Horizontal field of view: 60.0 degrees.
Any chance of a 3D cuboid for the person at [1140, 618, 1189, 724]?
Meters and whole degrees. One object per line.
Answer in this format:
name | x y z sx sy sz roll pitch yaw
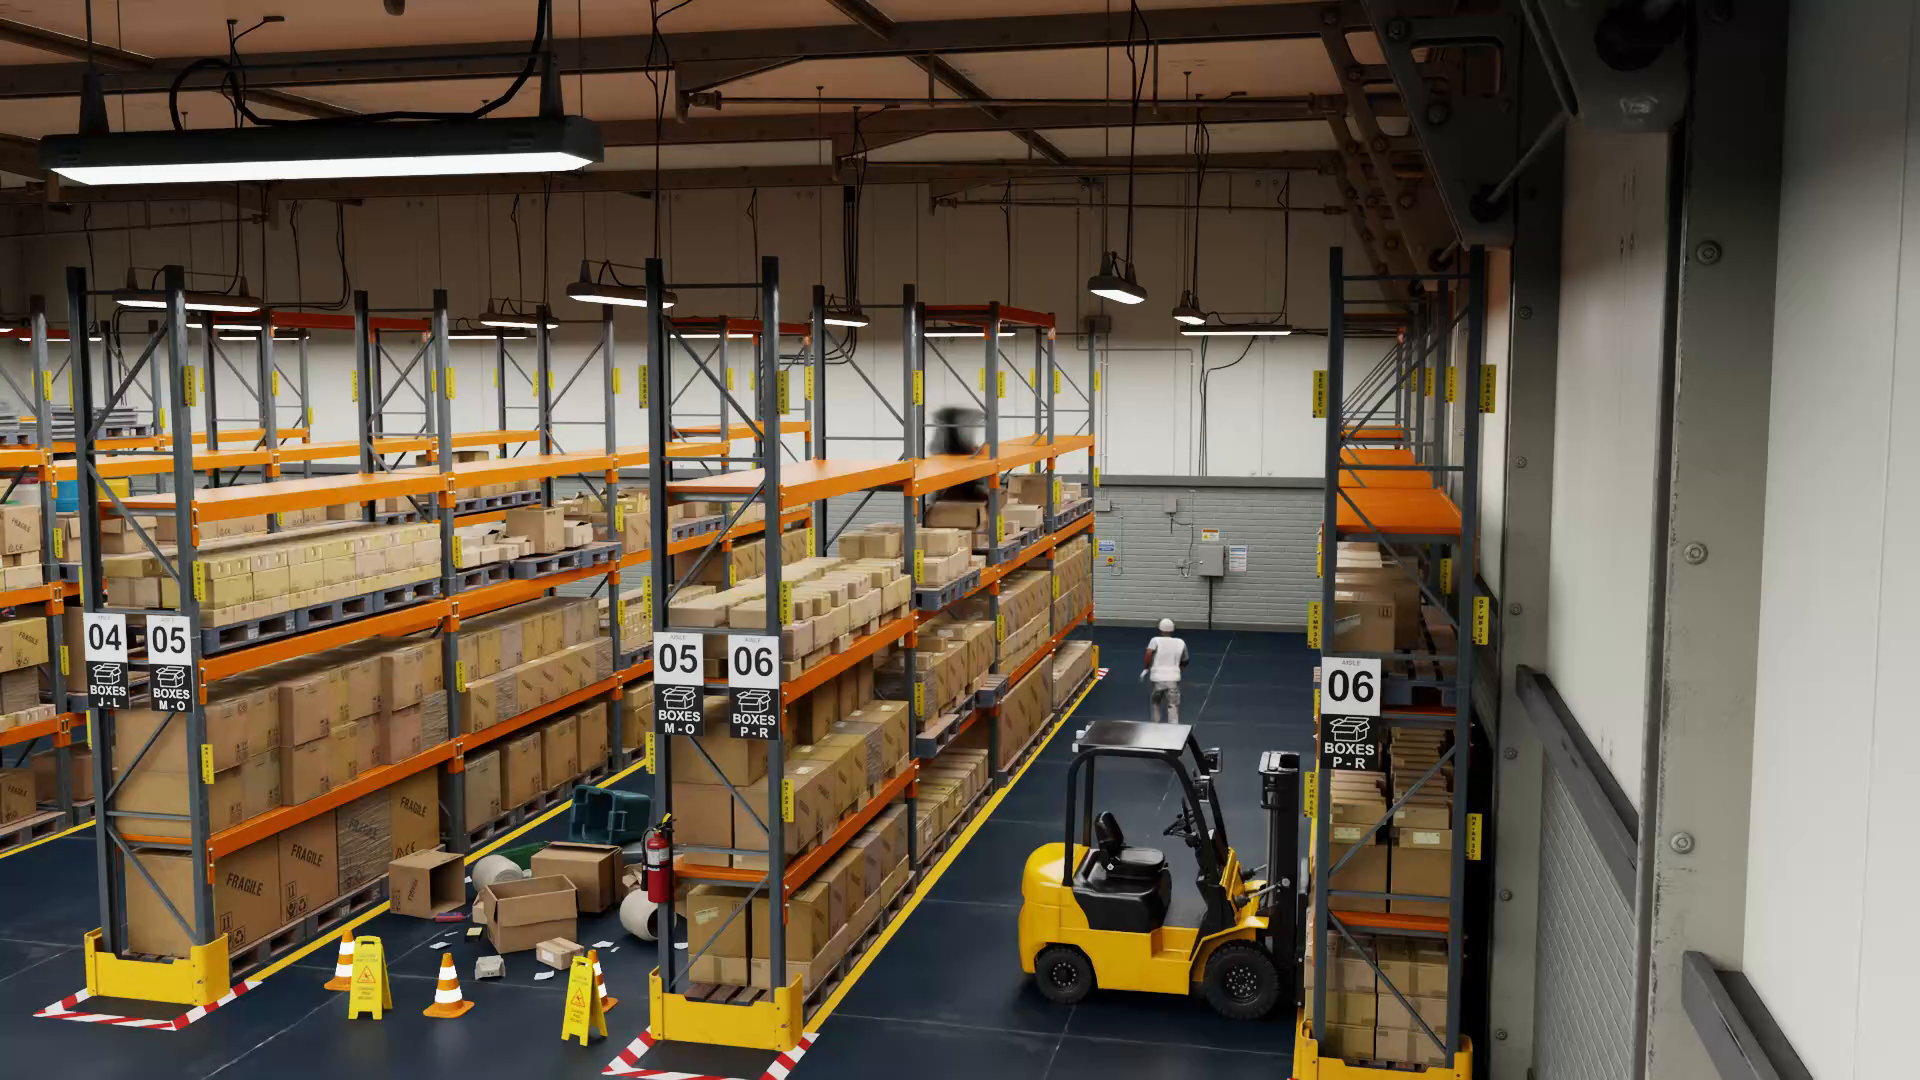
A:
person | 2.826 1.977 22.947 0.705 1.753 0.999 0 6 1
